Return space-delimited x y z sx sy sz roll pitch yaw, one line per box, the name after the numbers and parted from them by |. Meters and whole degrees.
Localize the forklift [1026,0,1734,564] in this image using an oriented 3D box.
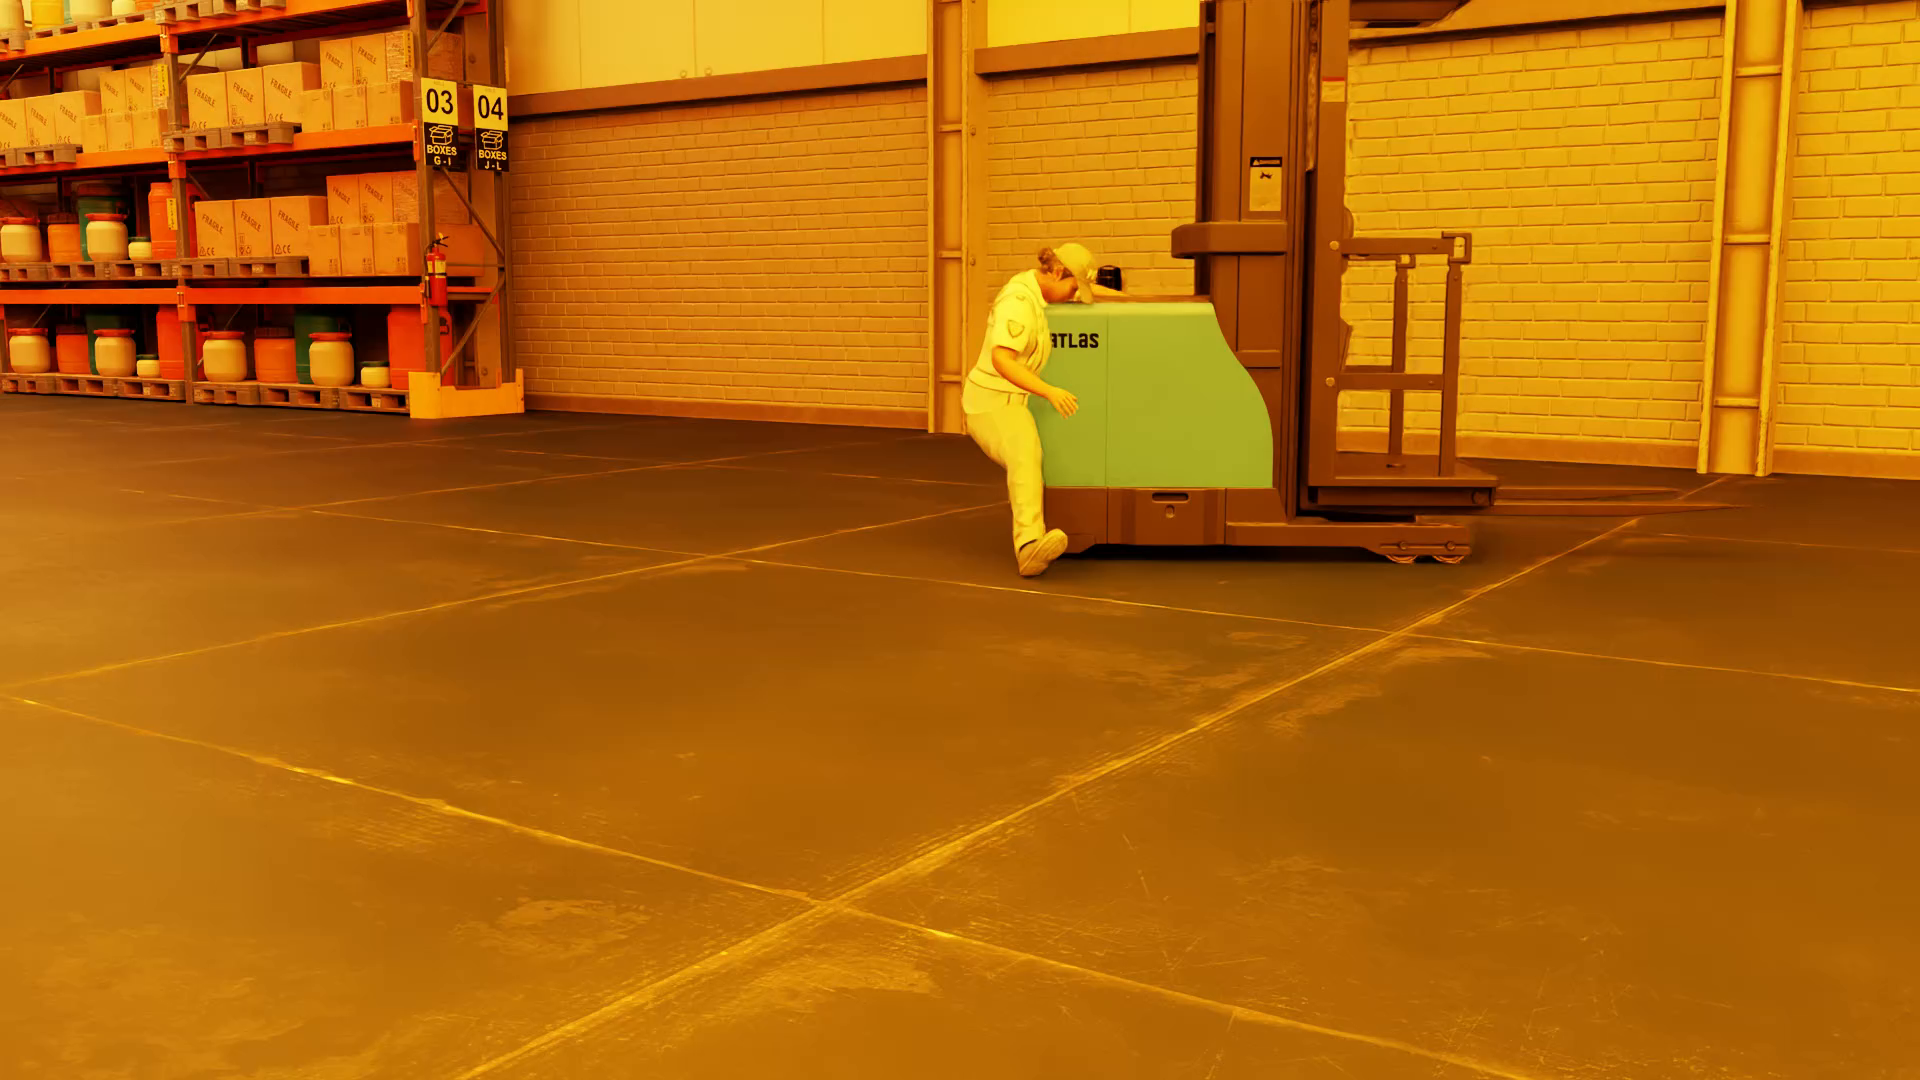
1.774 -1.429 7.241 3.031 2.935 1.130 0 8 2 | forklift

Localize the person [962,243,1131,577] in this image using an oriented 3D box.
0.417 -0.573 7.040 0.869 1.341 1.265 6 10 38 | person
